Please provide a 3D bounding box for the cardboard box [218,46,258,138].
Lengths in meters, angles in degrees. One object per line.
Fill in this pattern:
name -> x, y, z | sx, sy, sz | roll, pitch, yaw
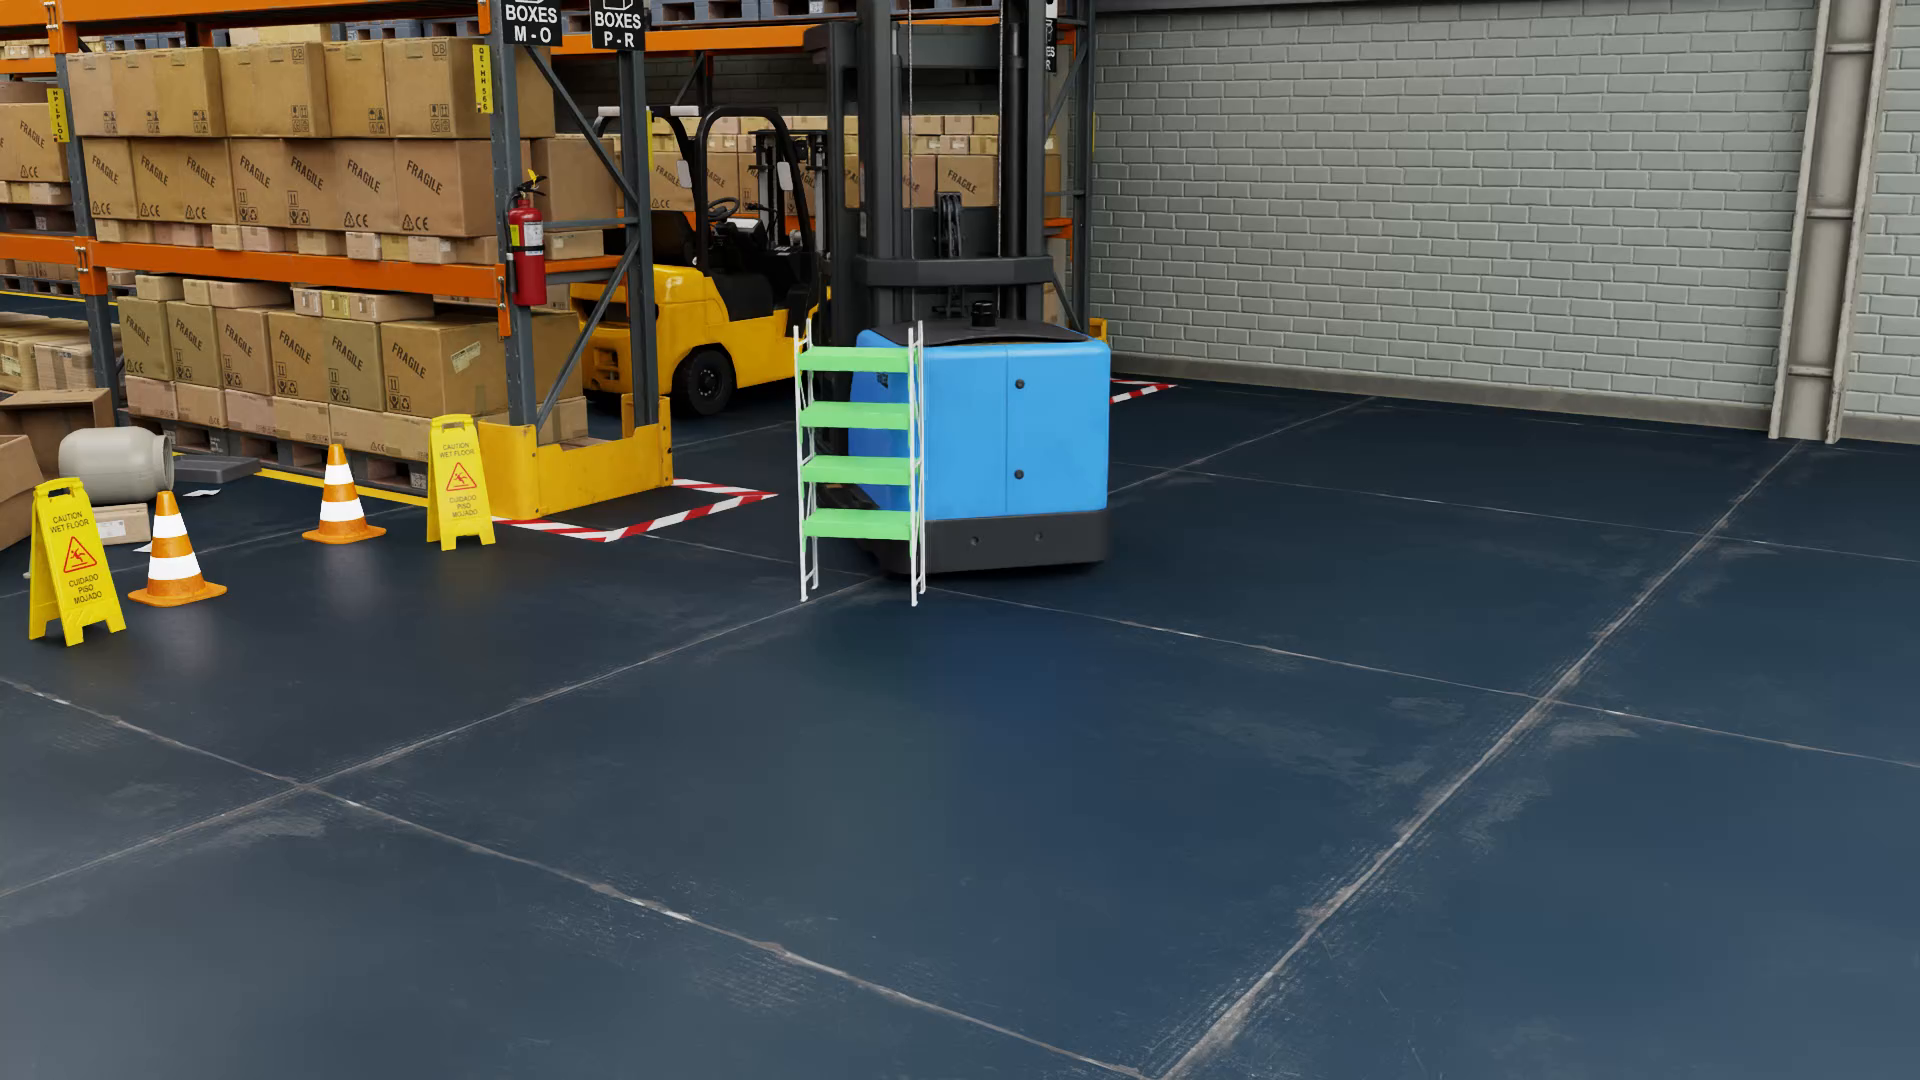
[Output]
cardboard box -> -3.821, -2.597, 9.663 | 0.500, 0.500, 0.700 | 9, 17, 32

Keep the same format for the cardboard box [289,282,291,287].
cardboard box -> -7.230, -2.888, 18.075 | 0.500, 0.500, 0.500 | 10, 17, 35

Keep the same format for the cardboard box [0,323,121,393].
cardboard box -> -6.397, -1.312, 11.975 | 0.625, 0.372, 0.950 | 10, 17, 36

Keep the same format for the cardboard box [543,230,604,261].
cardboard box -> -2.209, -1.647, 9.255 | 0.250, 0.149, 0.380 | 9, 17, 33

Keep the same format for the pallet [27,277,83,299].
pallet -> -10.818, -3.183, 20.743 | 1.213, 0.211, 1.003 | 9, 17, 33

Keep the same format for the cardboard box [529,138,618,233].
cardboard box -> -2.281, -1.993, 9.306 | 0.500, 0.500, 0.500 | 9, 16, 32

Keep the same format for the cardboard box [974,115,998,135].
cardboard box -> 0.310, -3.186, 12.773 | 0.250, 0.149, 0.380 | 9, 17, 33

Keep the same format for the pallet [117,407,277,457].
pallet -> -4.785, -0.781, 11.041 | 1.213, 0.211, 1.003 | 9, 17, 33

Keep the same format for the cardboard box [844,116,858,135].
cardboard box -> -0.805, -3.337, 13.383 | 0.250, 0.149, 0.380 | 10, 17, 34

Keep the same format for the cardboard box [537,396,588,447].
cardboard box -> -2.558, -0.714, 9.814 | 0.500, 0.250, 0.500 | 9, 17, 32

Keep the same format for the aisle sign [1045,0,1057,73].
aisle sign -> 0.615, -3.866, 12.289 | 0.004, 0.787, 0.394 | 9, 17, 33

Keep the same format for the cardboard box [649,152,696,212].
cardboard box -> -2.372, -3.145, 14.578 | 0.500, 0.500, 0.500 | 9, 16, 31

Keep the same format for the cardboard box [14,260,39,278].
cardboard box -> -11.409, -3.585, 20.890 | 0.500, 0.500, 0.700 | 10, 17, 35

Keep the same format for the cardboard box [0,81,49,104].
cardboard box -> -6.450, -3.036, 11.296 | 0.250, 0.149, 0.380 | 9, 16, 31

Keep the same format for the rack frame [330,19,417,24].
rack frame -> -5.914, -6.657, 16.487 | 0.127, 3.000, 1.000 | 9, 17, 33

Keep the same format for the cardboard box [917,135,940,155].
cardboard box -> -0.129, -3.101, 13.051 | 0.250, 0.149, 0.380 | 10, 17, 34

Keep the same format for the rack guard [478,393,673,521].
rack guard -> -2.106, -0.478, 9.215 | 0.348, 0.500, 1.175 | 9, 17, 33

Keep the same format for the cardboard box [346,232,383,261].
cardboard box -> -3.176, -1.646, 9.254 | 0.250, 0.149, 0.380 | 10, 17, 34

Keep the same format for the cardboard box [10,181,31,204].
cardboard box -> -6.152, -2.353, 11.234 | 0.250, 0.149, 0.380 | 9, 16, 31

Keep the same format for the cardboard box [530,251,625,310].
cardboard box -> -3.673, -2.433, 15.976 | 0.625, 0.625, 0.875 | 9, 17, 32

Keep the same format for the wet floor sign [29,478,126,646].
wet floor sign -> -3.592, 0.071, 6.694 | 0.232, 0.644, 0.267 | 6, 15, 23

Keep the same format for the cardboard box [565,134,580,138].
cardboard box -> -3.400, -3.648, 15.257 | 0.250, 0.149, 0.380 | 9, 17, 33

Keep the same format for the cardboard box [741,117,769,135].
cardboard box -> -1.625, -3.480, 13.963 | 0.250, 0.149, 0.380 | 9, 16, 32

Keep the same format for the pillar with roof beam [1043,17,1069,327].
pillar with roof beam -> -1.753, -4.999, 9.789 | 0.400, 9.000, 9.100 | 9, 17, 33

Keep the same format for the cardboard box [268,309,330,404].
cardboard box -> -3.703, -1.109, 9.847 | 0.500, 0.500, 0.500 | 9, 16, 32

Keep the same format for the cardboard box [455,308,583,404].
cardboard box -> -2.578, -1.081, 9.736 | 0.500, 0.500, 0.500 | 9, 16, 31

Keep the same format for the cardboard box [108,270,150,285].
cardboard box -> -9.859, -3.117, 19.732 | 0.250, 0.149, 0.380 | 9, 16, 31

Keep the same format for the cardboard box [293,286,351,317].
cardboard box -> -3.619, -1.391, 9.637 | 0.250, 0.149, 0.380 | 10, 17, 35

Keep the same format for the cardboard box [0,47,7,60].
cardboard box -> -11.371, -5.886, 20.140 | 0.250, 0.149, 0.380 | 9, 16, 32

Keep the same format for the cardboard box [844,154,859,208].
cardboard box -> -0.681, -2.874, 13.483 | 0.500, 0.500, 0.500 | 9, 16, 32

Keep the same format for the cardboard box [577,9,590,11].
cardboard box -> -3.464, -4.957, 15.306 | 0.250, 0.149, 0.380 | 9, 17, 33

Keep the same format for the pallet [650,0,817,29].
pallet -> -1.872, -4.512, 14.250 | 1.213, 0.211, 1.003 | 9, 17, 33

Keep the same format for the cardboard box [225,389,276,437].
cardboard box -> -4.132, -0.814, 10.218 | 0.500, 0.250, 0.500 | 9, 16, 32

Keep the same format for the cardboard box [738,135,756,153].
cardboard box -> -1.649, -3.329, 13.972 | 0.250, 0.149, 0.380 | 9, 17, 32

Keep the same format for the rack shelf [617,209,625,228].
rack shelf -> -4.254, -3.127, 16.211 | 4.000, 0.370, 1.077 | 9, 17, 33

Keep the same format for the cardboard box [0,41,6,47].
cardboard box -> -11.485, -6.096, 20.157 | 0.500, 0.250, 0.500 | 9, 16, 31

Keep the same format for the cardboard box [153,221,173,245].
cardboard box -> -4.803, -1.937, 10.428 | 0.250, 0.149, 0.380 | 9, 17, 33

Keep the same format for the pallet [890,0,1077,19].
pallet -> 0.152, -4.185, 12.928 | 1.213, 0.211, 1.003 | 9, 17, 33

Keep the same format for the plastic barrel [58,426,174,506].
plastic barrel -> -4.601, -0.406, 9.083 | 0.512, 0.421, 0.421 | -4, 14, -16

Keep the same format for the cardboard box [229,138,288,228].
cardboard box -> -3.883, -2.100, 9.737 | 0.500, 0.500, 0.500 | 9, 17, 33

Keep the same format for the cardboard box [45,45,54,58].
cardboard box -> -10.522, -5.751, 19.594 | 0.250, 0.149, 0.380 | 10, 17, 35

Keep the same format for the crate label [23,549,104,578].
crate label -> -4.144, 0.081, 7.710 | 0.298, 0.136, 0.250 | 1, 14, 4

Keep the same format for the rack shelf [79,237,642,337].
rack shelf -> -3.702, -1.601, 10.044 | 4.000, 0.370, 1.077 | 9, 17, 33

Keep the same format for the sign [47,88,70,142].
sign -> -5.668, -2.669, 10.453 | 0.005, 0.325, 0.100 | 9, 17, 33

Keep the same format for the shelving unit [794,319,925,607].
shelving unit -> -0.424, -0.333, 7.157 | 0.503, 1.200, 0.258 | 2, 15, 9

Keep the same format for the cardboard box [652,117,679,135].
cardboard box -> -2.496, -3.614, 14.504 | 0.250, 0.149, 0.380 | 10, 17, 34

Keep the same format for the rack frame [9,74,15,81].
rack frame -> -12.552, -4.818, 21.542 | 0.127, 3.000, 1.000 | 9, 17, 33

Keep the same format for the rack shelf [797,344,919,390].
rack shelf -> -0.426, -0.734, 7.048 | 0.480, 0.148, 0.258 | 2, 15, 9

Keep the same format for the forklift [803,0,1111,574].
forklift -> -0.180, -1.578, 8.597 | 1.130, 2.935, 3.031 | -4, 14, -14

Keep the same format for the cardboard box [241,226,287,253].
cardboard box -> -3.998, -1.788, 9.828 | 0.250, 0.149, 0.380 | 9, 17, 33

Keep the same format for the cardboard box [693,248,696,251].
cardboard box -> -2.368, -2.435, 14.686 | 0.500, 0.250, 0.500 | 9, 16, 32

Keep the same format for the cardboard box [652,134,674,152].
cardboard box -> -2.477, -3.476, 14.567 | 0.250, 0.149, 0.380 | 9, 16, 32

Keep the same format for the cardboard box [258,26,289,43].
cardboard box -> -6.892, -5.216, 17.220 | 0.500, 0.250, 0.500 | 9, 17, 33

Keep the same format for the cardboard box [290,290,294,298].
cardboard box -> -4.298, -1.358, 10.852 | 0.500, 0.500, 0.500 | 10, 17, 34
